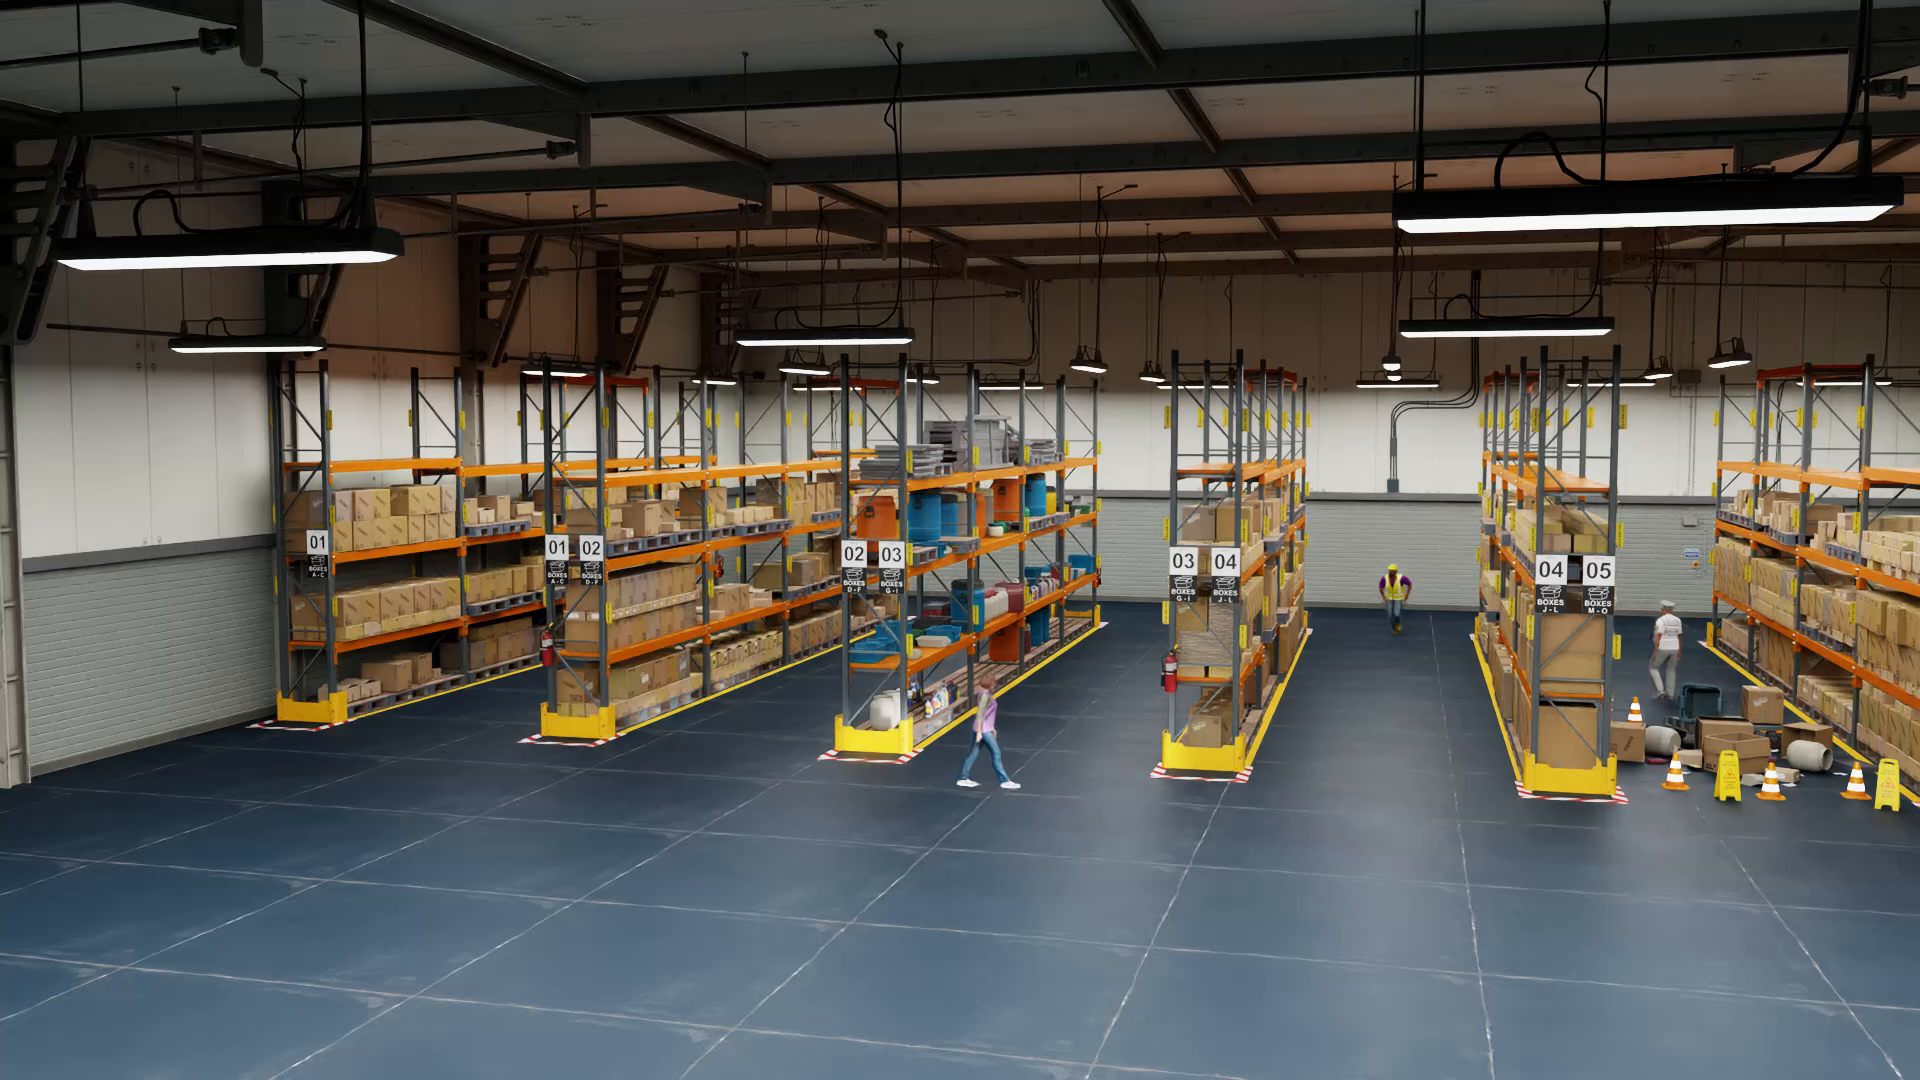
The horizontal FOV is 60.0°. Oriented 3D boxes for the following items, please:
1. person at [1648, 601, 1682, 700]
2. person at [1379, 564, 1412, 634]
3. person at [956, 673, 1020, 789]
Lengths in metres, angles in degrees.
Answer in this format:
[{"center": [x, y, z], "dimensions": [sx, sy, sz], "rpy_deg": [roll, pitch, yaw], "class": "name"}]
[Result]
[{"center": [12.669, 1.999, 29.834], "dimensions": [0.578, 1.812, 0.403], "rpy_deg": [-1, 4, -12], "class": "person"}, {"center": [10.160, 1.382, 38.811], "dimensions": [0.746, 1.663, 0.703], "rpy_deg": [2, 5, 25], "class": "person"}, {"center": [0.369, 2.581, 22.574], "dimensions": [0.848, 1.551, 0.456], "rpy_deg": [-1, 4, -8], "class": "person"}]
